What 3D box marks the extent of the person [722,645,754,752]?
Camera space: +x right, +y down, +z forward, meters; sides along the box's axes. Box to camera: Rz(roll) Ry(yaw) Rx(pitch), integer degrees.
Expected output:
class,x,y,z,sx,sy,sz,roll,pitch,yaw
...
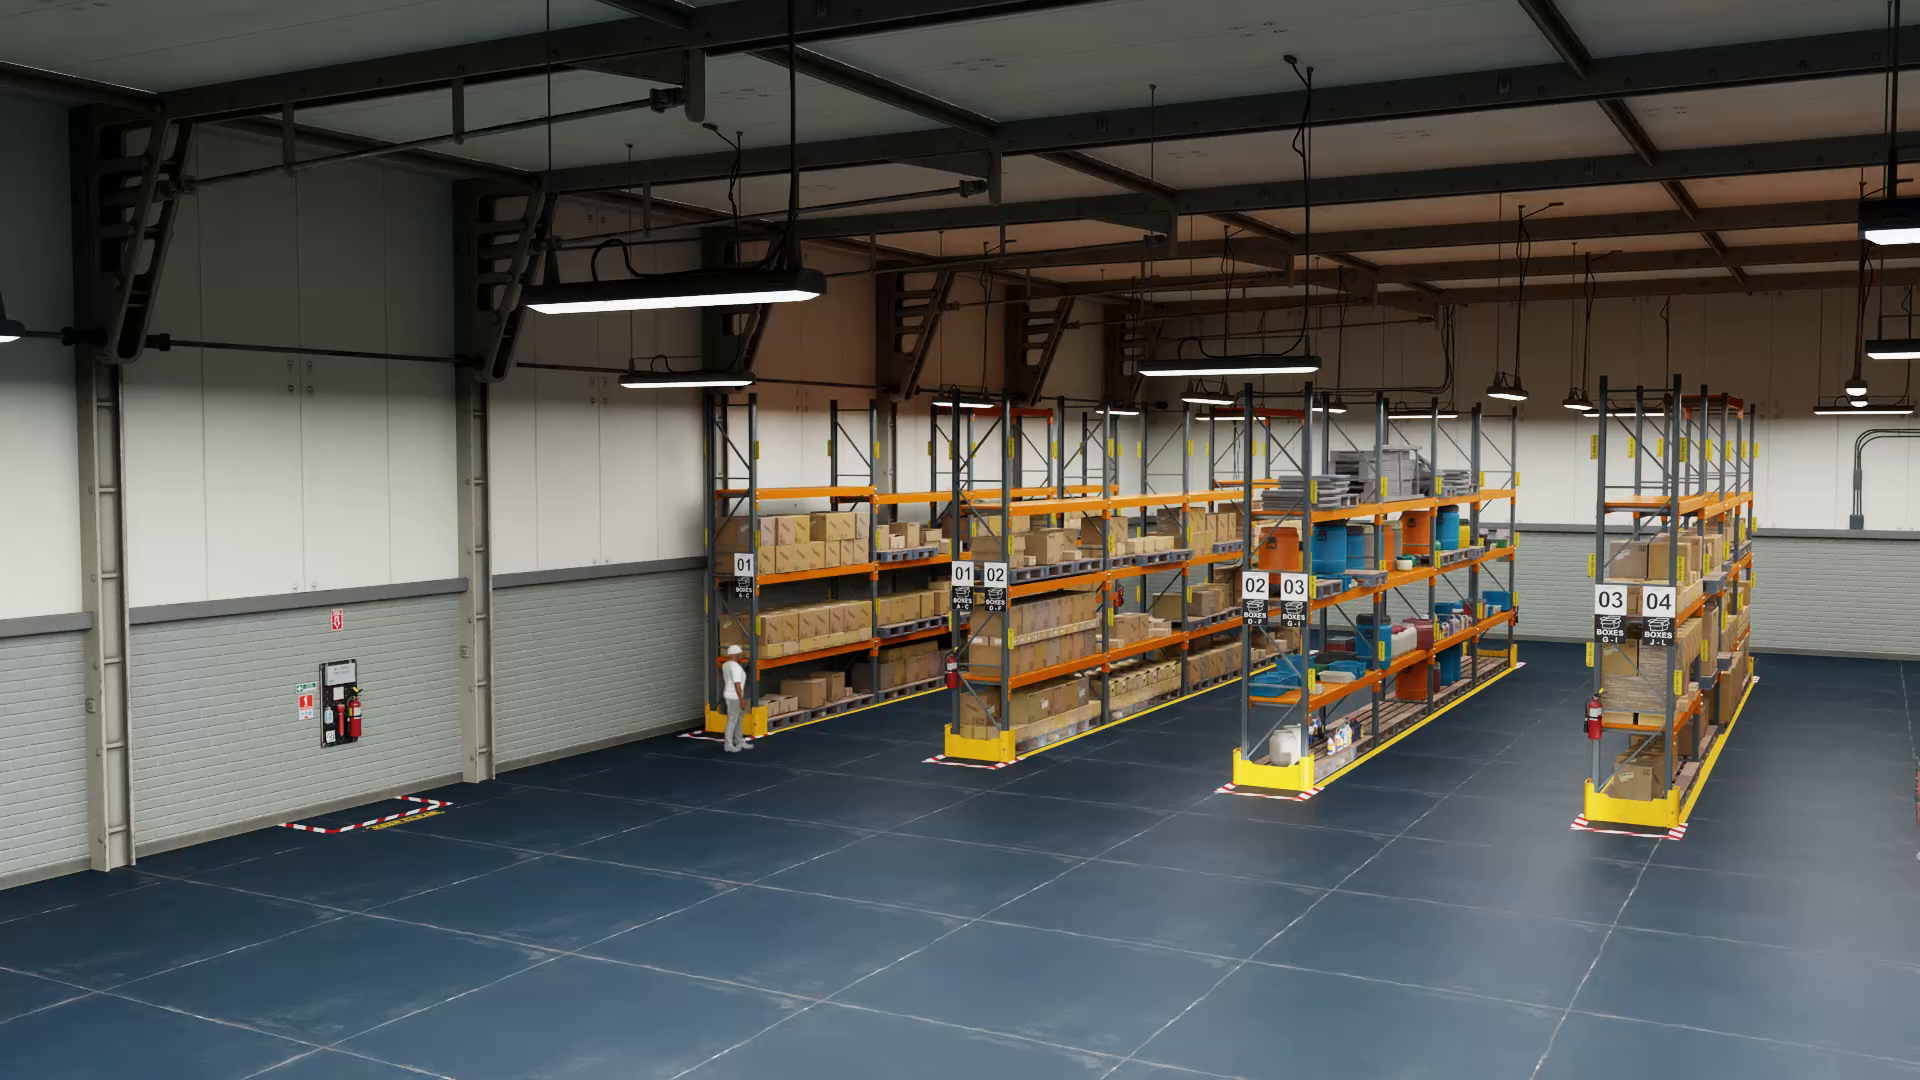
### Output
class,x,y,z,sx,sy,sz,roll,pitch,yaw
person,-3.675,2.633,27.648,0.530,1.770,0.609,-1,3,-12

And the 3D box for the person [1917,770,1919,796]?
class,x,y,z,sx,sy,sz,roll,pitch,yaw
person,11.873,3.096,20.096,0.598,1.720,0.485,3,4,43
